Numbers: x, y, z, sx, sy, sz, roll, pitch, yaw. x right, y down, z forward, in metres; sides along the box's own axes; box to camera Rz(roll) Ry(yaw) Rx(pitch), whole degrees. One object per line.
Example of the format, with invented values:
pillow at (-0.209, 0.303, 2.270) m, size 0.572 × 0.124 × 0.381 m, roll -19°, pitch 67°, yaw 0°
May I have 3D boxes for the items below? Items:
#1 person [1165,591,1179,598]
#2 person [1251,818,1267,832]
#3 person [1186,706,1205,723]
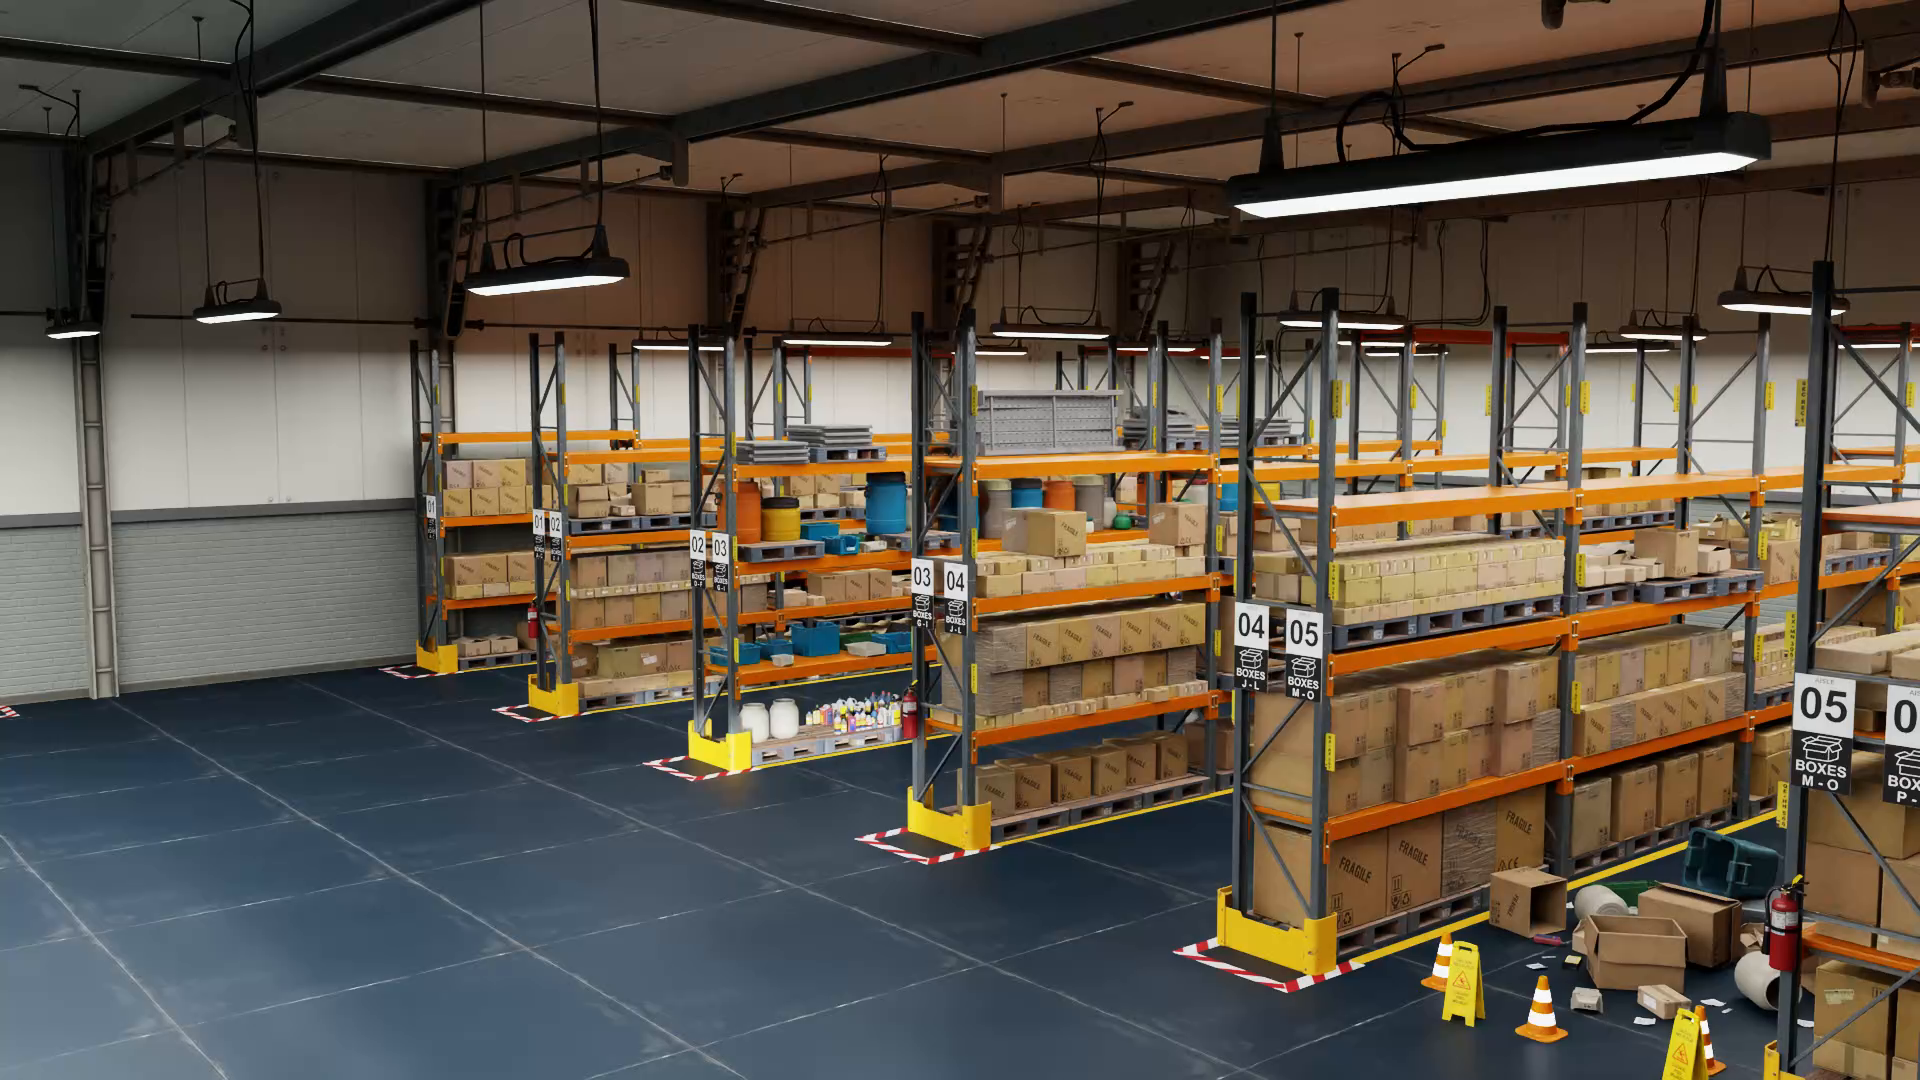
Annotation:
person at (4.168, 1.193, 33.364) m, size 0.972 × 1.739 × 0.560 m, roll -5°, pitch 7°, yaw -41°
person at (3.665, 2.566, 19.364) m, size 0.501 × 1.695 × 0.464 m, roll 1°, pitch 5°, yaw 14°
person at (3.471, 2.117, 24.060) m, size 0.428 × 1.659 × 0.538 m, roll 5°, pitch 7°, yaw 43°
